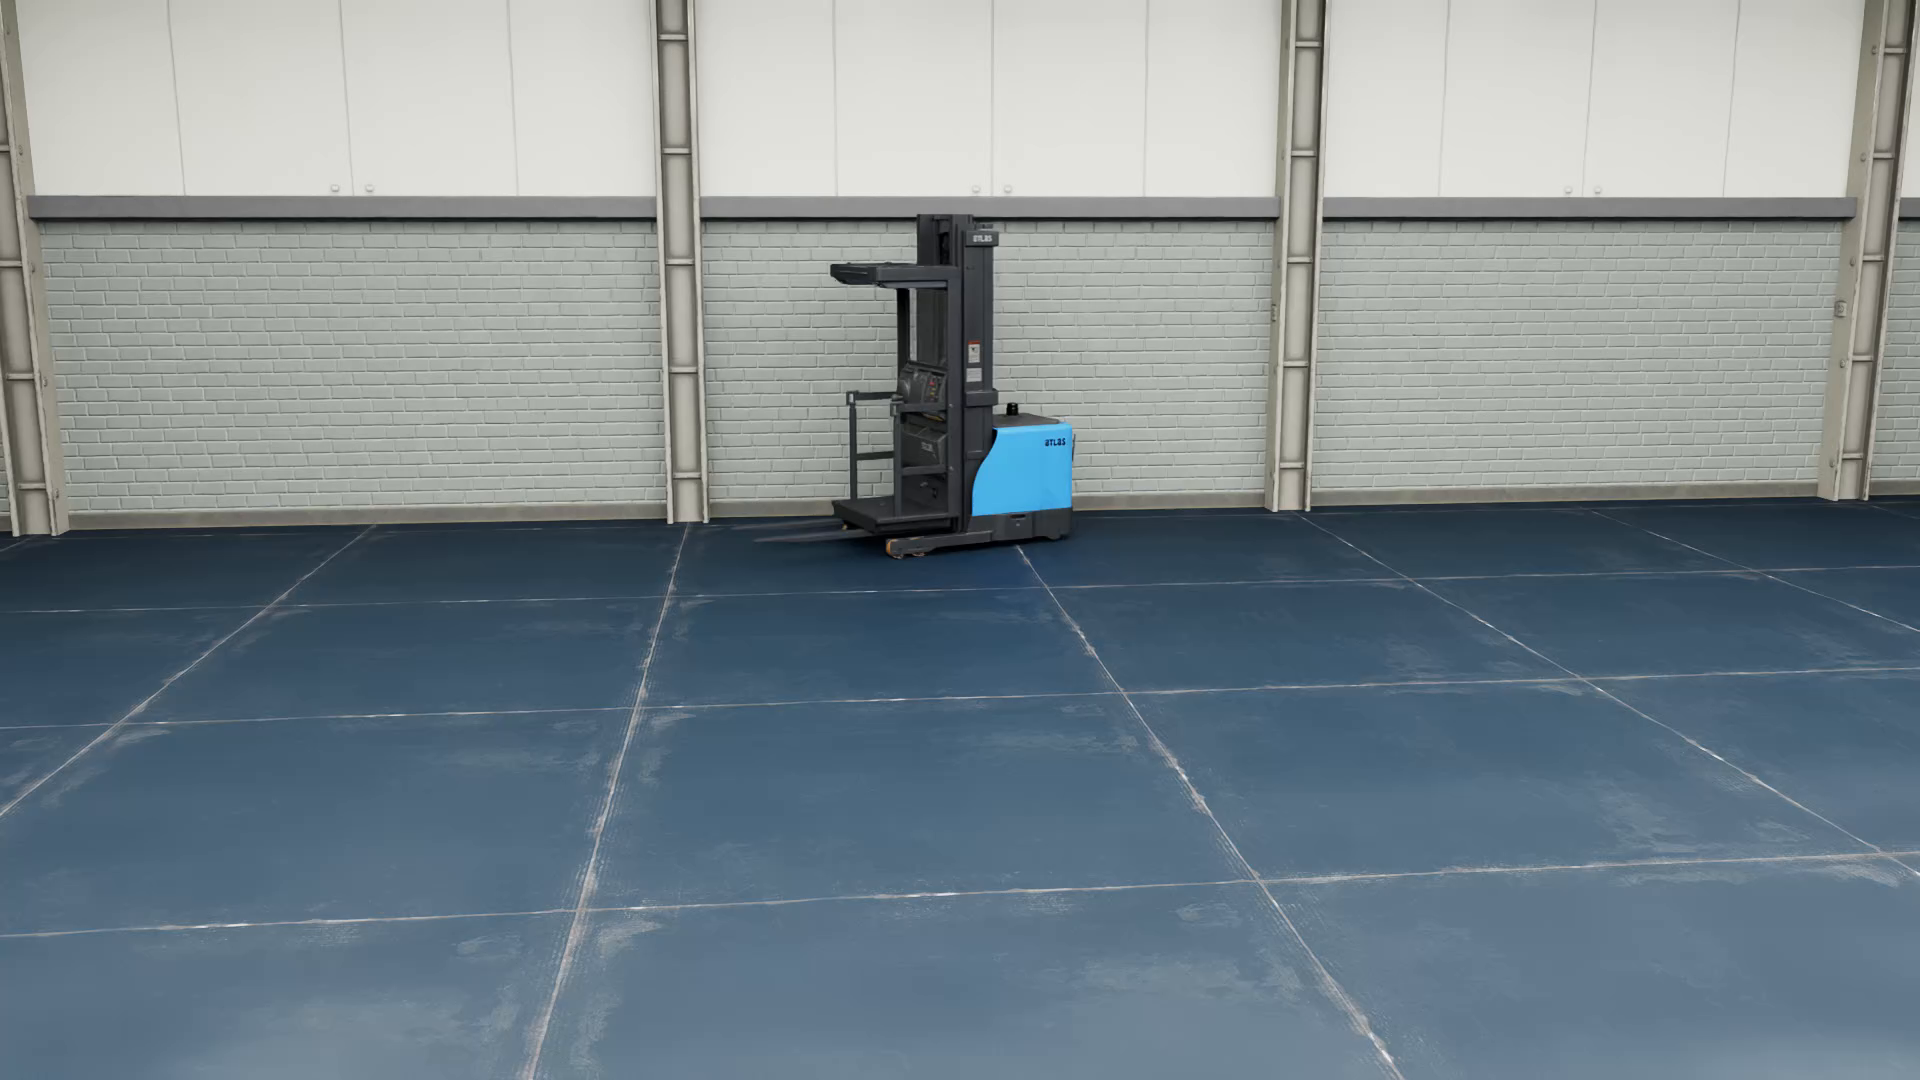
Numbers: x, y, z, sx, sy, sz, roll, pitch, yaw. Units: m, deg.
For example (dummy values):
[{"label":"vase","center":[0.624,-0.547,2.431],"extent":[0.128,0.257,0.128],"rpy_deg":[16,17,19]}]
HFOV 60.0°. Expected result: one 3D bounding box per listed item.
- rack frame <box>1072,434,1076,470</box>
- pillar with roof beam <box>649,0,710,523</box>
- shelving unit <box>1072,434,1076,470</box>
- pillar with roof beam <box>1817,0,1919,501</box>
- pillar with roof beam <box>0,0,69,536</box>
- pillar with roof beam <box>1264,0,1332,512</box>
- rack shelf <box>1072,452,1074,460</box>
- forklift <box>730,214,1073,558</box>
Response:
[{"label":"rack frame","center":[0.994,-0.580,15.878],"extent":[0.006,0.900,0.240],"rpy_deg":[0,9,-31]},{"label":"pillar with roof beam","center":[-2.182,-3.783,11.167],"extent":[0.400,9.000,9.100],"rpy_deg":[-1,11,-6]},{"label":"shelving unit","center":[0.907,-0.581,15.826],"extent":[0.210,0.900,0.258],"rpy_deg":[0,9,-31]},{"label":"pillar with roof beam","center":[9.748,-4.033,12.439],"extent":[0.400,9.000,9.100],"rpy_deg":[-1,11,-6]},{"label":"pillar with roof beam","center":[-8.147,-3.658,10.531],"extent":[0.400,9.000,9.100],"rpy_deg":[-1,11,-6]},{"label":"pillar with roof beam","center":[3.783,-3.908,11.803],"extent":[0.400,9.000,9.100],"rpy_deg":[-1,11,-6]},{"label":"rack shelf","center":[0.928,-0.814,15.793],"extent":[0.200,0.077,0.258],"rpy_deg":[0,9,-31]},{"label":"forklift","center":[-0.520,-1.395,14.748],"extent":[3.031,2.935,1.130],"rpy_deg":[-5,12,-26]}]
